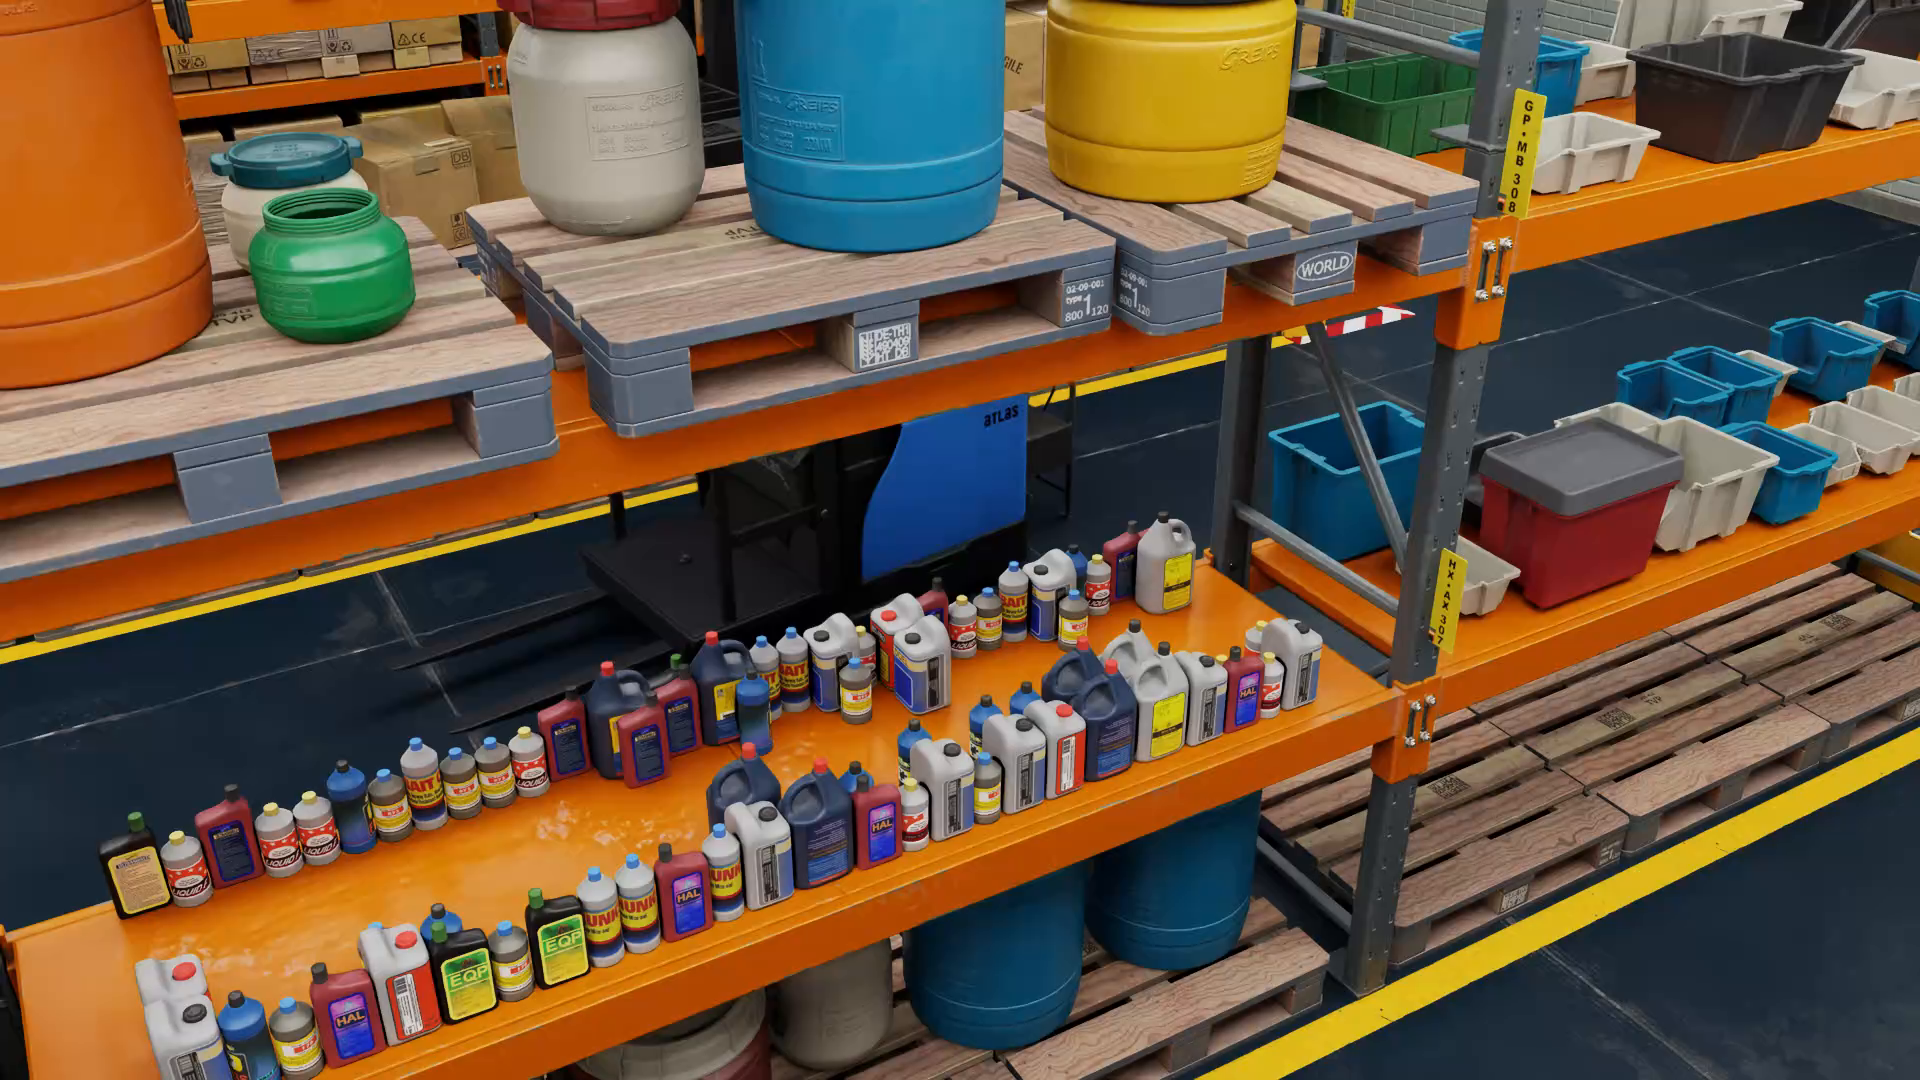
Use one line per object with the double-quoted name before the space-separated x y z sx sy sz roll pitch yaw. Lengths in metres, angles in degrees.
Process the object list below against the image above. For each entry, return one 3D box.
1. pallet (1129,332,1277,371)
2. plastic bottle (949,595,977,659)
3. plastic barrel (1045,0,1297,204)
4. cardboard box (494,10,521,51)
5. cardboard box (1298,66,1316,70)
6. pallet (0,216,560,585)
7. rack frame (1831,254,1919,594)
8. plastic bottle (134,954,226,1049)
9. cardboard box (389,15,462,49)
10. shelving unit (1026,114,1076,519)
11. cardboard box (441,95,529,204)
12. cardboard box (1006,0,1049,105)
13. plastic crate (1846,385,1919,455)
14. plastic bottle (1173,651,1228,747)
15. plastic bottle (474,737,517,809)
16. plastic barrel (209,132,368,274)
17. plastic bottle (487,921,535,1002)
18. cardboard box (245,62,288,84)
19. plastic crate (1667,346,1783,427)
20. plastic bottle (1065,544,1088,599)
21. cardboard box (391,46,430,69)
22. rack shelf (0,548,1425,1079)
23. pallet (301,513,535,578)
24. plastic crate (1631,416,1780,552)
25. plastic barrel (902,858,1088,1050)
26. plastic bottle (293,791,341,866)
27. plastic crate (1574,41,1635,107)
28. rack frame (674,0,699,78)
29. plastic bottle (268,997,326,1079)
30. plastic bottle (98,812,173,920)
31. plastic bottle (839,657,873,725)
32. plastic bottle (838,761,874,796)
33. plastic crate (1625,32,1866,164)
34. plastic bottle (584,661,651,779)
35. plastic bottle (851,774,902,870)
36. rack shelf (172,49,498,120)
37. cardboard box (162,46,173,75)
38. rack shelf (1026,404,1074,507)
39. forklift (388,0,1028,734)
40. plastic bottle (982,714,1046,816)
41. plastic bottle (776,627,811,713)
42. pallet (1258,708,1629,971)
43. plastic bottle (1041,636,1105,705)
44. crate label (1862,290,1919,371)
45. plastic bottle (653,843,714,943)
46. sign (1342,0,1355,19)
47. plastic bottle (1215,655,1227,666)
"pallet" 1.385 -1.531 11.306 1.213 0.211 1.003 -16 33 -26
"plastic bottle" 0.006 0.273 5.356 0.097 0.201 0.097 0 29 0
"plastic barrel" 0.511 -1.194 4.076 0.600 0.588 0.600 0 29 0
"cardboard box" -3.348 -4.307 13.140 0.700 0.700 0.980 -15 32 -26
"cardboard box" 1.889 -2.787 10.592 0.500 0.500 0.500 -15 32 -25
"pallet" -1.544 -0.321 3.318 1.213 0.211 1.003 -16 33 -26
"rack frame" 4.644 -0.902 7.280 0.127 3.000 1.000 -16 33 -26
"plastic bottle" -1.794 1.076 3.824 0.135 0.276 0.152 -16 33 -26
"cardboard box" -4.094 -4.015 12.488 0.500 0.500 0.500 -16 33 -27
"shelving unit" 0.279 -1.036 8.454 0.503 2.100 0.431 -21 35 -33
"cardboard box" -2.393 -1.997 8.727 0.500 0.500 0.700 -11 31 -19
"cardboard box" 0.571 -2.846 9.664 0.500 0.500 0.500 -15 32 -25
"plastic crate" 3.775 -0.473 6.713 0.243 0.136 0.396 -16 33 -26
"plastic bottle" 0.704 0.452 4.955 0.135 0.276 0.152 -16 33 -26
"plastic bottle" -1.310 0.646 4.680 0.097 0.201 0.097 0 29 0
"plastic barrel" -1.403 -0.704 3.525 0.301 0.262 0.301 0 29 0
"plastic bottle" -1.089 1.009 4.023 0.097 0.201 0.097 0 29 0
"cardboard box" -5.089 -3.455 12.146 0.250 0.149 0.380 -17 33 -28
"plastic crate" 3.129 -0.609 6.861 0.300 0.233 0.416 -16 33 -26
"plastic bottle" 0.374 0.138 5.529 0.097 0.271 0.097 0 29 0
"cardboard box" -4.177 -3.676 12.546 0.250 0.149 0.380 -15 32 -25
"rack shelf" -0.529 0.882 4.792 4.000 0.370 1.077 -16 33 -26
"pallet" -3.046 -0.251 8.986 1.213 0.211 1.003 -16 33 -26
"plastic crate" 2.605 -0.194 6.058 0.530 0.282 0.437 -16 33 -26
"plastic barrel" 0.107 1.111 5.369 0.708 0.901 0.600 -16 33 -26
"plastic bottle" -1.729 0.766 4.464 0.097 0.201 0.097 0 29 0
"plastic crate" 2.099 -1.591 5.696 0.466 0.136 0.293 -16 33 -26
"rack frame" -1.311 -1.987 9.246 0.127 3.000 1.000 -16 33 -26
"plastic bottle" -1.519 1.131 3.801 0.097 0.201 0.097 0 29 0
"plastic bottle" -2.121 0.831 4.261 0.133 0.283 0.061 -16 33 -26
"plastic bottle" -0.316 0.450 5.036 0.097 0.201 0.097 0 29 0
"plastic bottle" -0.278 0.714 4.484 0.097 0.271 0.097 0 29 0
"plastic crate" 2.405 -1.369 5.156 0.590 0.269 0.497 -16 33 -26
"plastic bottle" -0.977 0.500 4.791 0.185 0.351 0.144 -16 33 -26
"plastic bottle" -0.223 0.738 4.430 0.133 0.283 0.061 -16 33 -26
"rack shelf" -5.548 -3.245 12.271 4.000 0.370 1.077 -16 33 -26
"cardboard box" -5.839 -3.511 11.576 0.500 0.500 0.500 -16 33 -27
"rack shelf" 0.279 -0.411 8.799 0.480 0.518 0.431 -21 35 -33
"forklift" -1.123 -0.875 7.302 3.031 2.935 1.130 -21 35 -33
"plastic bottle" 0.153 0.608 4.671 0.135 0.276 0.152 -16 33 -26
"plastic bottle" -0.509 0.389 5.075 0.097 0.271 0.097 0 29 0
"pallet" 1.810 1.102 6.535 1.213 0.211 1.003 -16 33 -26
"plastic bottle" 0.336 0.445 4.890 0.185 0.351 0.144 -16 33 -26
"crate label" 4.264 -0.932 7.445 0.303 0.233 0.416 -16 33 -26
"plastic bottle" -0.697 0.872 4.186 0.133 0.283 0.061 -16 33 -26
"sign" 2.402 -3.376 10.237 0.005 0.325 0.100 -16 33 -26
"plastic bottle" 0.787 0.442 5.049 0.097 0.201 0.097 0 29 0
